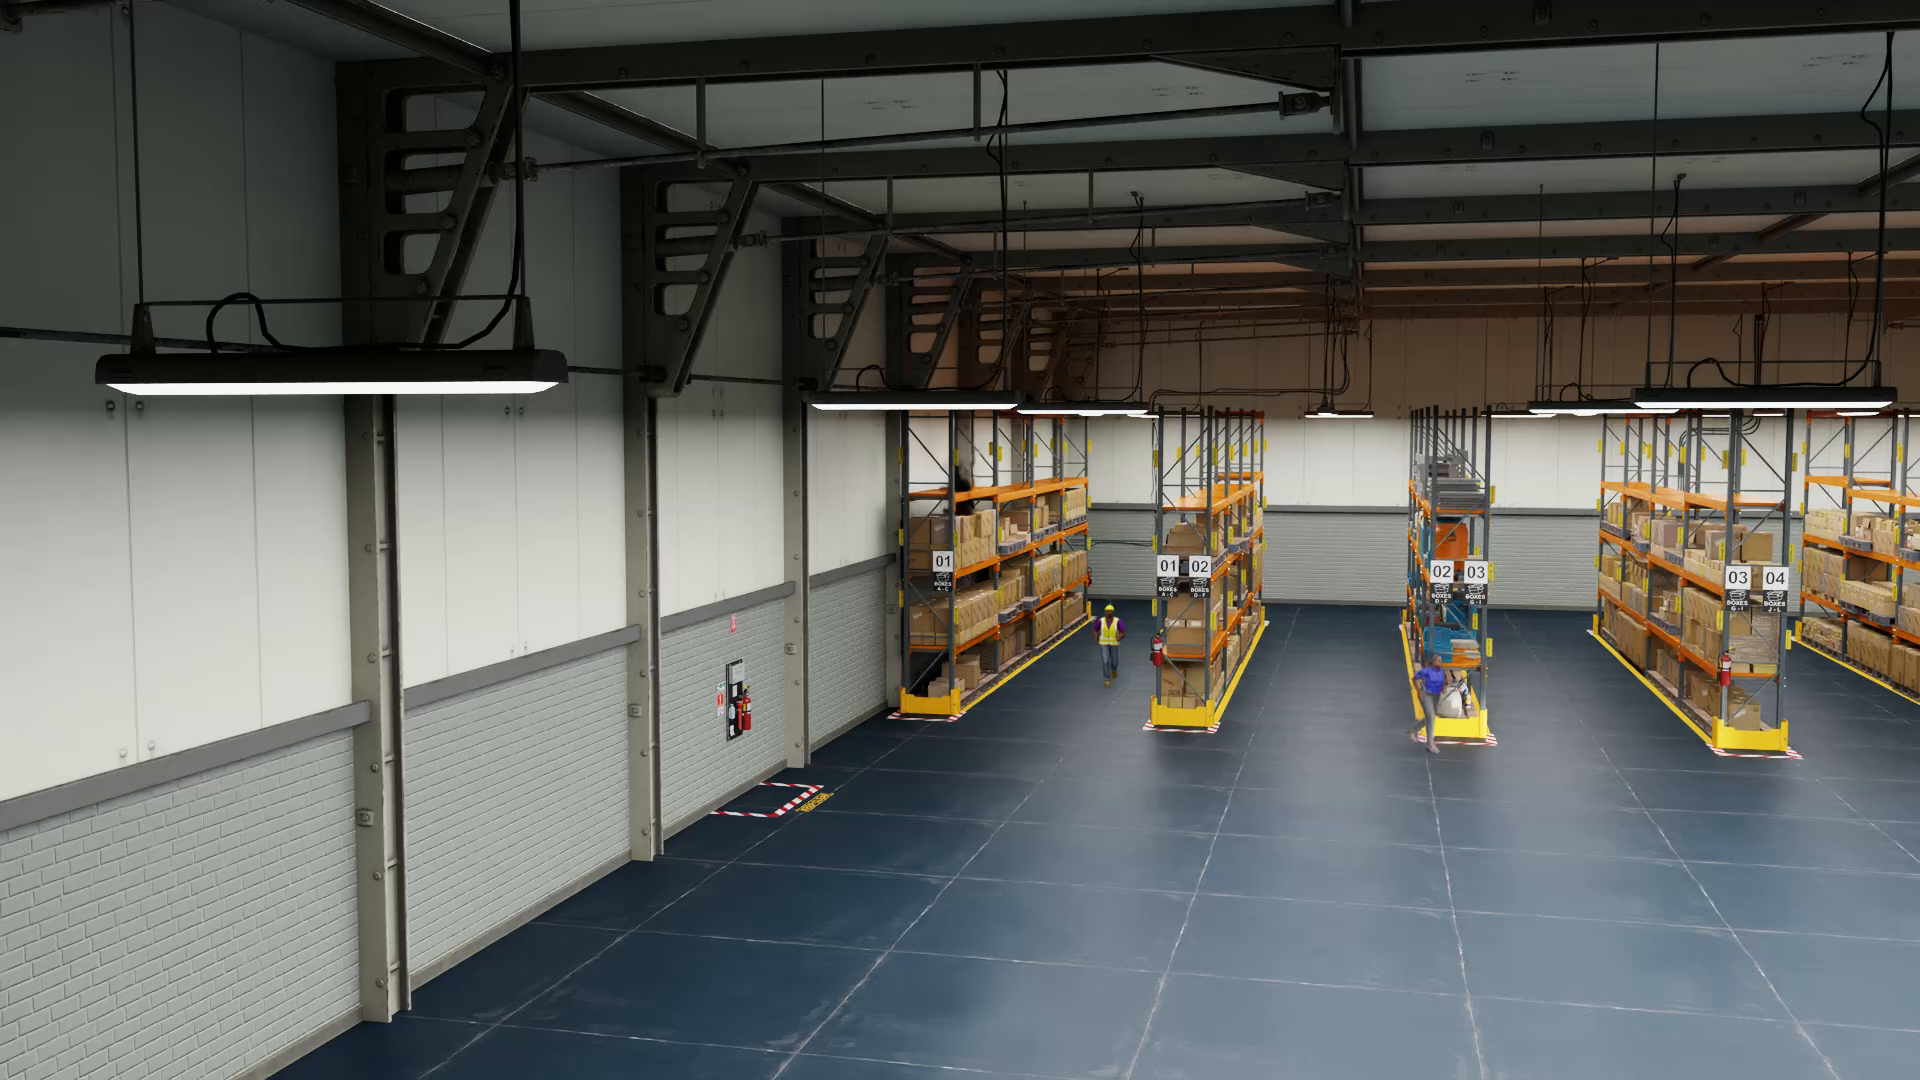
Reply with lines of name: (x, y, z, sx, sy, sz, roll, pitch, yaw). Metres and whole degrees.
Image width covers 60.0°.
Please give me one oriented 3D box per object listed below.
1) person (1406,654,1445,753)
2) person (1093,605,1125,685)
person: (8.244, 2.828, 29.136, 0.612, 1.639, 0.880, -2, 5, -30)
person: (3.231, 2.272, 36.104, 0.707, 1.726, 0.753, 0, 4, 7)
